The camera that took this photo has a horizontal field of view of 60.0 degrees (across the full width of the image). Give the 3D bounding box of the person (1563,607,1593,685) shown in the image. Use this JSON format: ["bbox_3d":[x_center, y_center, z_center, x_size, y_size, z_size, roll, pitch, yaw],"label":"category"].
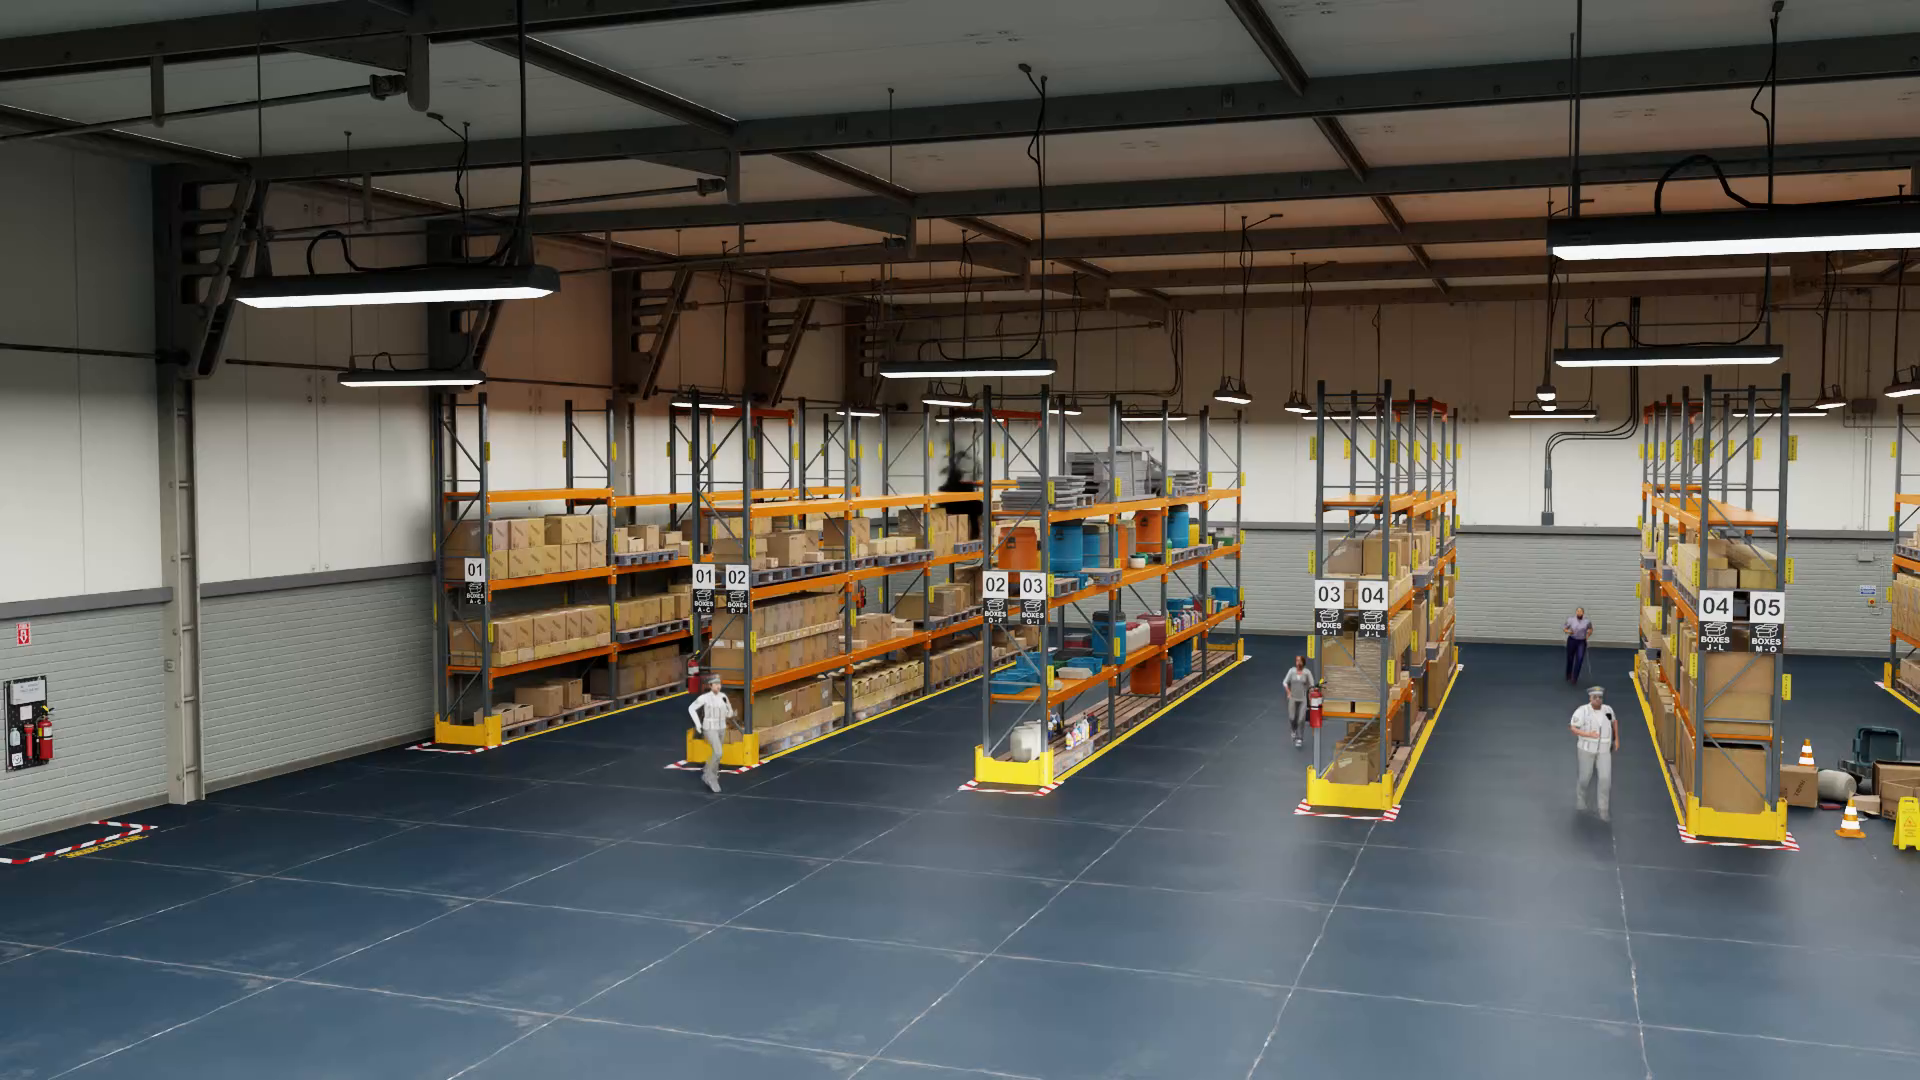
[{"bbox_3d":[13.360,2.274,35.965,0.614,1.673,0.853,1,3,21],"label":"person"}]

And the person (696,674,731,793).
[{"bbox_3d":[-3.647,2.851,24.587,0.714,1.743,0.482,3,4,43],"label":"person"}]

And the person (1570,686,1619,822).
[{"bbox_3d":[8.710,2.916,22.831,0.678,1.855,0.797,0,3,6],"label":"person"}]

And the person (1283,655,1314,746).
[{"bbox_3d":[5.723,2.720,28.133,0.531,1.556,0.540,1,3,15],"label":"person"}]
